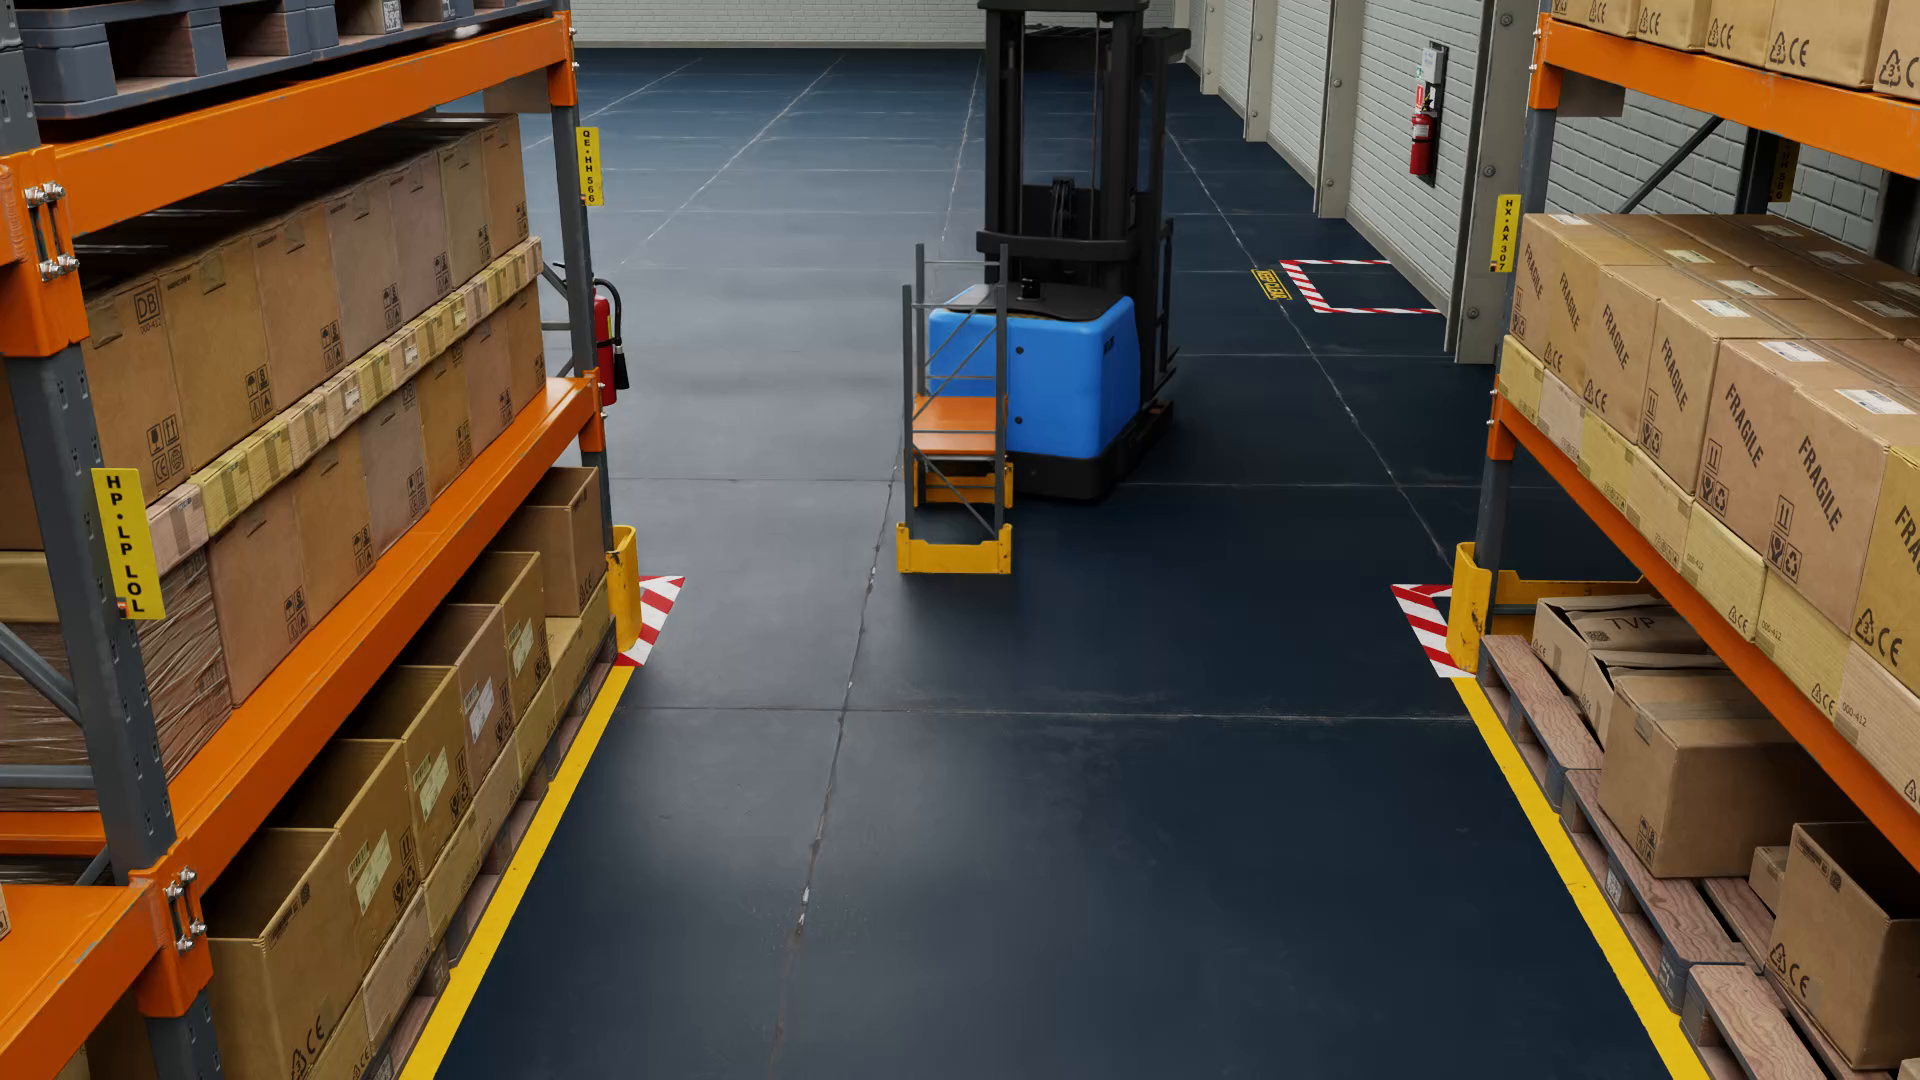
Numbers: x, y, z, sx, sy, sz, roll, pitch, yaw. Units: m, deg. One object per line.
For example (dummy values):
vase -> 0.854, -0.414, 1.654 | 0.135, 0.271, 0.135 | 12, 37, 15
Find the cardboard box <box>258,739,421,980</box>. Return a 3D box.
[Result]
cardboard box -> -1.893, 0.902, 4.741 | 0.500, 0.500, 0.500 | 1, 21, 2

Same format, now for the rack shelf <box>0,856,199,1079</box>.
rack shelf -> -2.288, 1.569, 1.832 | 1.077, 0.370, 4.000 | 1, 21, 2

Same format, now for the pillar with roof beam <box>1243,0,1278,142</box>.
pillar with roof beam -> -0.066, -9.972, 22.289 | 9.100, 9.000, 0.400 | 1, 21, 2

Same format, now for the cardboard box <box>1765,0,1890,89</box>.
cardboard box -> 2.500, -1.459, 4.330 | 0.500, 0.500, 0.500 | 0, 21, 0

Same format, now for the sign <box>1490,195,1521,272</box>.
sign -> 2.304, -1.292, 7.015 | 0.100, 0.325, 0.005 | 1, 21, 2

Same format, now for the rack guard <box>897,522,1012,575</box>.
rack guard -> -0.030, 0.044, 8.569 | 0.587, 0.250, 0.087 | 1, 21, 2

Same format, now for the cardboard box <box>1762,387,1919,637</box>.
cardboard box -> 2.439, -0.080, 4.231 | 0.500, 0.500, 0.500 | 1, 21, 1

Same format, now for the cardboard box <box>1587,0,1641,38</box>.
cardboard box -> 2.534, -2.025, 5.788 | 0.500, 0.500, 0.500 | 2, 21, 5

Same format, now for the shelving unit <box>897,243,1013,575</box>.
shelving unit -> -0.010, -0.718, 8.807 | 0.587, 1.500, 1.083 | 1, 21, 2

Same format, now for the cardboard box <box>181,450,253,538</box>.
cardboard box -> -2.012, -0.117, 4.150 | 0.380, 0.149, 0.250 | 0, 21, 0

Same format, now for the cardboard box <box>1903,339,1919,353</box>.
cardboard box -> 2.988, -0.260, 4.695 | 0.500, 0.500, 0.500 | 1, 21, 3

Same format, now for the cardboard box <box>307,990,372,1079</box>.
cardboard box -> -1.910, 1.433, 4.411 | 0.500, 0.250, 0.500 | 1, 21, 2

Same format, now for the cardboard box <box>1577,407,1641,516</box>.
cardboard box -> 2.491, -0.277, 5.775 | 0.500, 0.250, 0.500 | 0, 21, 1

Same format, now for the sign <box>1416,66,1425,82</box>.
sign -> 4.096, -4.143, 14.778 | 0.001, 0.109, 0.331 | 1, 21, 2

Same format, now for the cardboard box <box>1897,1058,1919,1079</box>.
cardboard box -> 2.711, 1.486, 4.361 | 0.380, 0.166, 0.250 | -2, 21, -5

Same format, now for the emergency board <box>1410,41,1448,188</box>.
emergency board -> 3.985, -3.682, 14.372 | 0.194, 1.169, 0.643 | 1, 21, 2

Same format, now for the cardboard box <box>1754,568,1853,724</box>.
cardboard box -> 2.459, 0.270, 4.366 | 0.500, 0.250, 0.500 | 1, 21, 2

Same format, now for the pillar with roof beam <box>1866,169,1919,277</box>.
pillar with roof beam -> -0.614, -3.464, 5.516 | 9.100, 9.000, 0.400 | 1, 21, 2

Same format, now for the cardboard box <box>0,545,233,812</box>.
cardboard box -> -2.220, 0.304, 3.961 | 0.700, 0.500, 0.500 | 0, 21, 0

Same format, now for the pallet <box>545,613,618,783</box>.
pallet -> -2.087, 0.642, 7.084 | 1.003, 0.211, 1.213 | 1, 21, 2

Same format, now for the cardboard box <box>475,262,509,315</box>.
cardboard box -> -1.941, -0.957, 6.314 | 0.380, 0.149, 0.250 | 0, 21, 1

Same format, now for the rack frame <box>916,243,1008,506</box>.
rack frame -> 0.011, -0.905, 9.289 | 0.500, 1.500, 0.032 | 1, 21, 2

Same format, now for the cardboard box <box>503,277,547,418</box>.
cardboard box -> -2.133, -0.813, 6.840 | 0.700, 0.500, 0.500 | 1, 21, 2

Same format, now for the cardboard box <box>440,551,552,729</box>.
cardboard box -> -1.840, 0.360, 6.138 | 0.500, 0.500, 0.500 | 1, 21, 2

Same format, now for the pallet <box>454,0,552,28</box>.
pallet -> -2.153, -2.037, 6.108 | 1.003, 0.211, 1.213 | 1, 21, 2

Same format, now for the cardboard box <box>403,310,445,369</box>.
cardboard box -> -1.965, -0.676, 5.590 | 0.380, 0.149, 0.250 | 1, 21, 3

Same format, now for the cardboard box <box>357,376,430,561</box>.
cardboard box -> -2.177, -0.254, 5.398 | 0.700, 0.500, 0.500 | 1, 21, 3

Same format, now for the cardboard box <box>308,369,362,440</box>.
cardboard box -> -1.990, -0.399, 4.876 | 0.380, 0.149, 0.250 | 0, 21, 0

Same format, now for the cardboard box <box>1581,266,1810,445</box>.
cardboard box -> 2.484, -0.637, 5.666 | 0.500, 0.500, 0.500 | 0, 21, 0

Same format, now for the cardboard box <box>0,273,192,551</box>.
cardboard box -> -2.220, -0.301, 3.727 | 0.700, 0.500, 0.500 | 1, 21, 2

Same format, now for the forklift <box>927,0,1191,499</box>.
forklift -> 0.771, -2.098, 10.384 | 1.130, 2.935, 3.031 | 7, 22, 18

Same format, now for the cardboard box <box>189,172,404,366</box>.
cardboard box -> -2.174, -0.845, 5.130 | 0.700, 0.500, 0.500 | 1, 21, 2

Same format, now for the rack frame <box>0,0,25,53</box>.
rack frame -> -2.227, -2.286, 2.480 | 1.000, 3.000, 0.127 | 1, 21, 2

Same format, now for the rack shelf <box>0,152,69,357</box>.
rack shelf -> -2.288, 0.171, 1.289 | 1.077, 0.370, 4.000 | 1, 21, 2

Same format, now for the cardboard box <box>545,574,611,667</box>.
cardboard box -> -1.827, 0.348, 7.206 | 0.500, 0.250, 0.500 | 1, 21, 2

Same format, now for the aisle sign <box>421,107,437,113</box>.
aisle sign -> -2.410, -2.174, 6.893 | 0.394, 0.787, 0.004 | 1, 21, 2

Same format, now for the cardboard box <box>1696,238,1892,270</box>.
cardboard box -> 3.019, -0.817, 6.130 | 0.500, 0.500, 0.500 | 1, 21, 2

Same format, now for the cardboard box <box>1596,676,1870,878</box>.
cardboard box -> 2.645, 0.798, 5.673 | 0.700, 0.500, 0.500 | -1, 21, -2

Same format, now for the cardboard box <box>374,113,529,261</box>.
cardboard box -> -2.134, -1.399, 6.556 | 0.700, 0.500, 0.500 | 1, 21, 2

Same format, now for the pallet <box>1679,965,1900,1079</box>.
pallet -> 2.709, 1.621, 4.560 | 1.003, 0.211, 1.213 | 1, 21, 2

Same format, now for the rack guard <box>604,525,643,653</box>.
rack guard -> -2.105, 0.221, 7.768 | 1.175, 0.500, 0.348 | 1, 21, 2

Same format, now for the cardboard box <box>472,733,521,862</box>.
cardboard box -> -1.860, 0.890, 5.808 | 0.500, 0.250, 0.500 | 1, 21, 2
